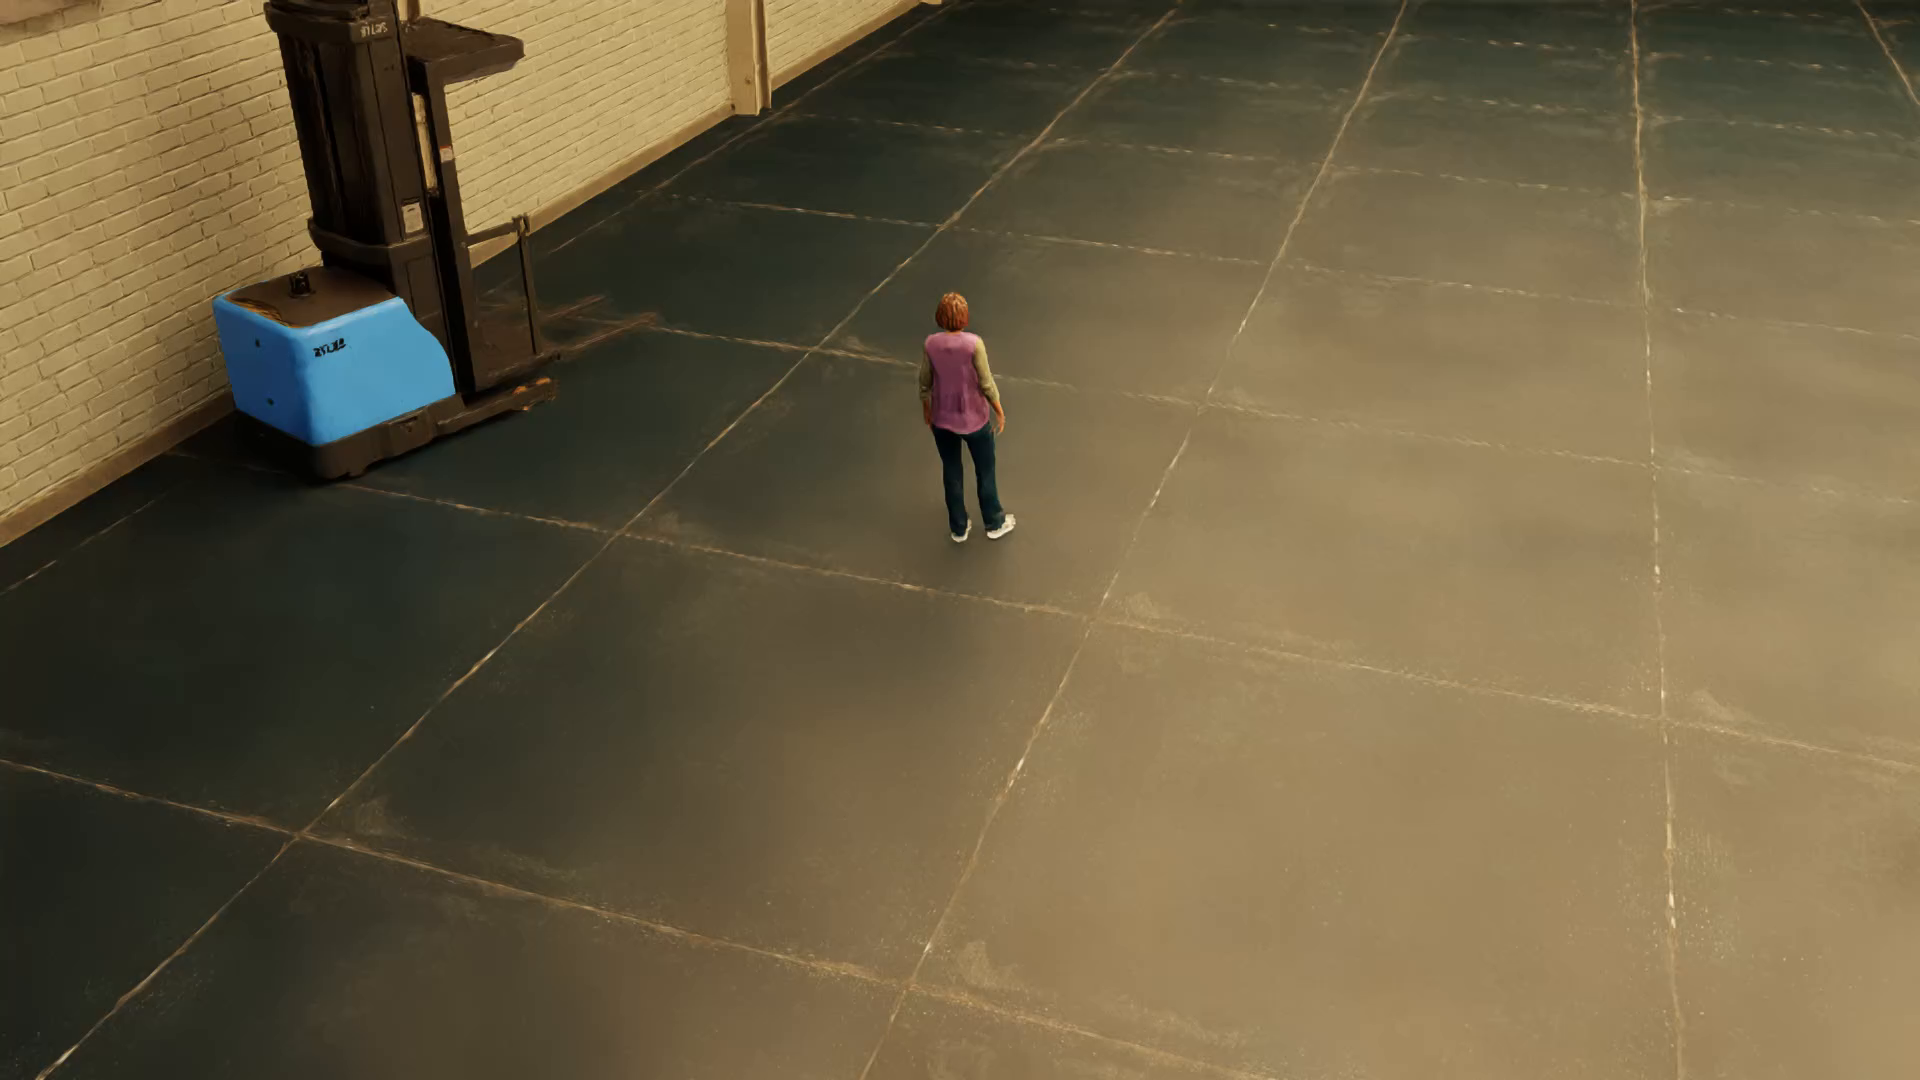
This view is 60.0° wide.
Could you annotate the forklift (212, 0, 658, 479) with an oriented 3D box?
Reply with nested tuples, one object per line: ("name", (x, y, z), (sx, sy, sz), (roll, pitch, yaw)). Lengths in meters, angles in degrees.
("forklift", (-3.510, -2.323, 11.211), (1.130, 2.935, 3.031), (22, 36, 33))

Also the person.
("person", (0.037, -0.732, 9.754), (0.520, 1.597, 0.474), (10, 31, 16))
